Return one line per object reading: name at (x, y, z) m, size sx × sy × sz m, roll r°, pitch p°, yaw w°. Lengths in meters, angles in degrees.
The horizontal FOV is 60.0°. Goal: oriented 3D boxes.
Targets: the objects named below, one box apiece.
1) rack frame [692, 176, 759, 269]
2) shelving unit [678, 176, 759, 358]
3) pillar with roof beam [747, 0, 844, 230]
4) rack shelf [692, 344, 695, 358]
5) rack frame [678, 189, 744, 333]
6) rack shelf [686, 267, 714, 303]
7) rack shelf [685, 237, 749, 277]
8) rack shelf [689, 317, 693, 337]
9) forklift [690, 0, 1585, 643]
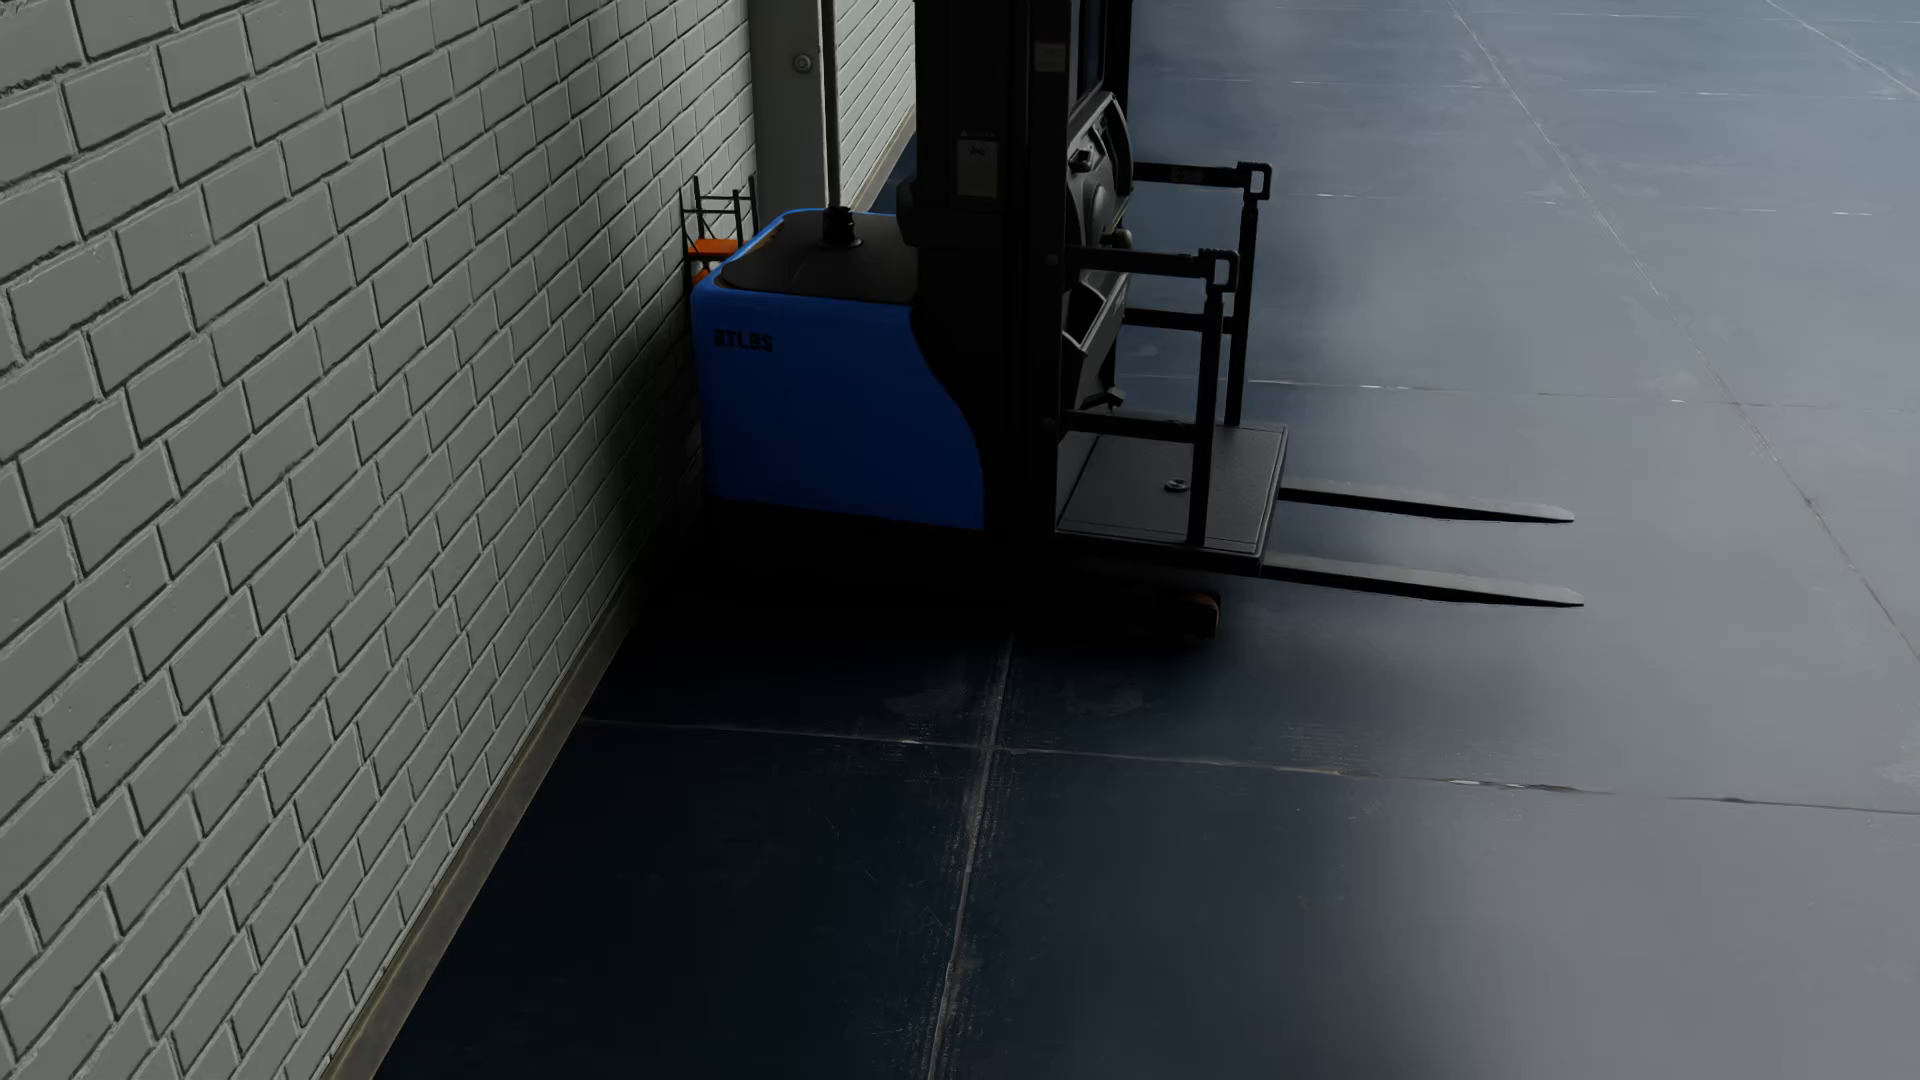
rack frame at (-0.858, -0.820, 6.464) m, size 0.240 × 1.200 × 0.006 m, roll 3°, pitch 27°, yaw 12°
shelving unit at (-0.876, -0.779, 6.384) m, size 0.258 × 1.200 × 0.189 m, roll 3°, pitch 27°, yaw 12°
pillar with roof beam at (3.561, -4.559, 5.225) m, size 9.100 × 9.000 × 0.400 m, roll 3°, pitch 28°, yaw 6°
rack shelf at (-0.874, -0.740, 6.404) m, size 0.258 × 0.103 × 0.180 m, roll 3°, pitch 27°, yaw 12°
rack frame at (-0.895, -0.738, 6.304) m, size 0.240 × 1.200 × 0.006 m, roll 3°, pitch 27°, yaw 12°
rack shelf at (-0.884, -0.954, 6.296) m, size 0.258 × 0.103 × 0.180 m, roll 3°, pitch 27°, yaw 12°
rack shelf at (-0.889, -1.061, 6.242) m, size 0.258 × 0.103 × 0.180 m, roll 3°, pitch 27°, yaw 12°
rack shelf at (-0.879, -0.847, 6.350) m, size 0.258 × 0.103 × 0.180 m, roll 3°, pitch 27°, yaw 12°
forklift at (0.650, -1.224, 5.431) m, size 3.031 × 2.935 × 1.130 m, roll 7°, pitch 29°, yaw 13°
